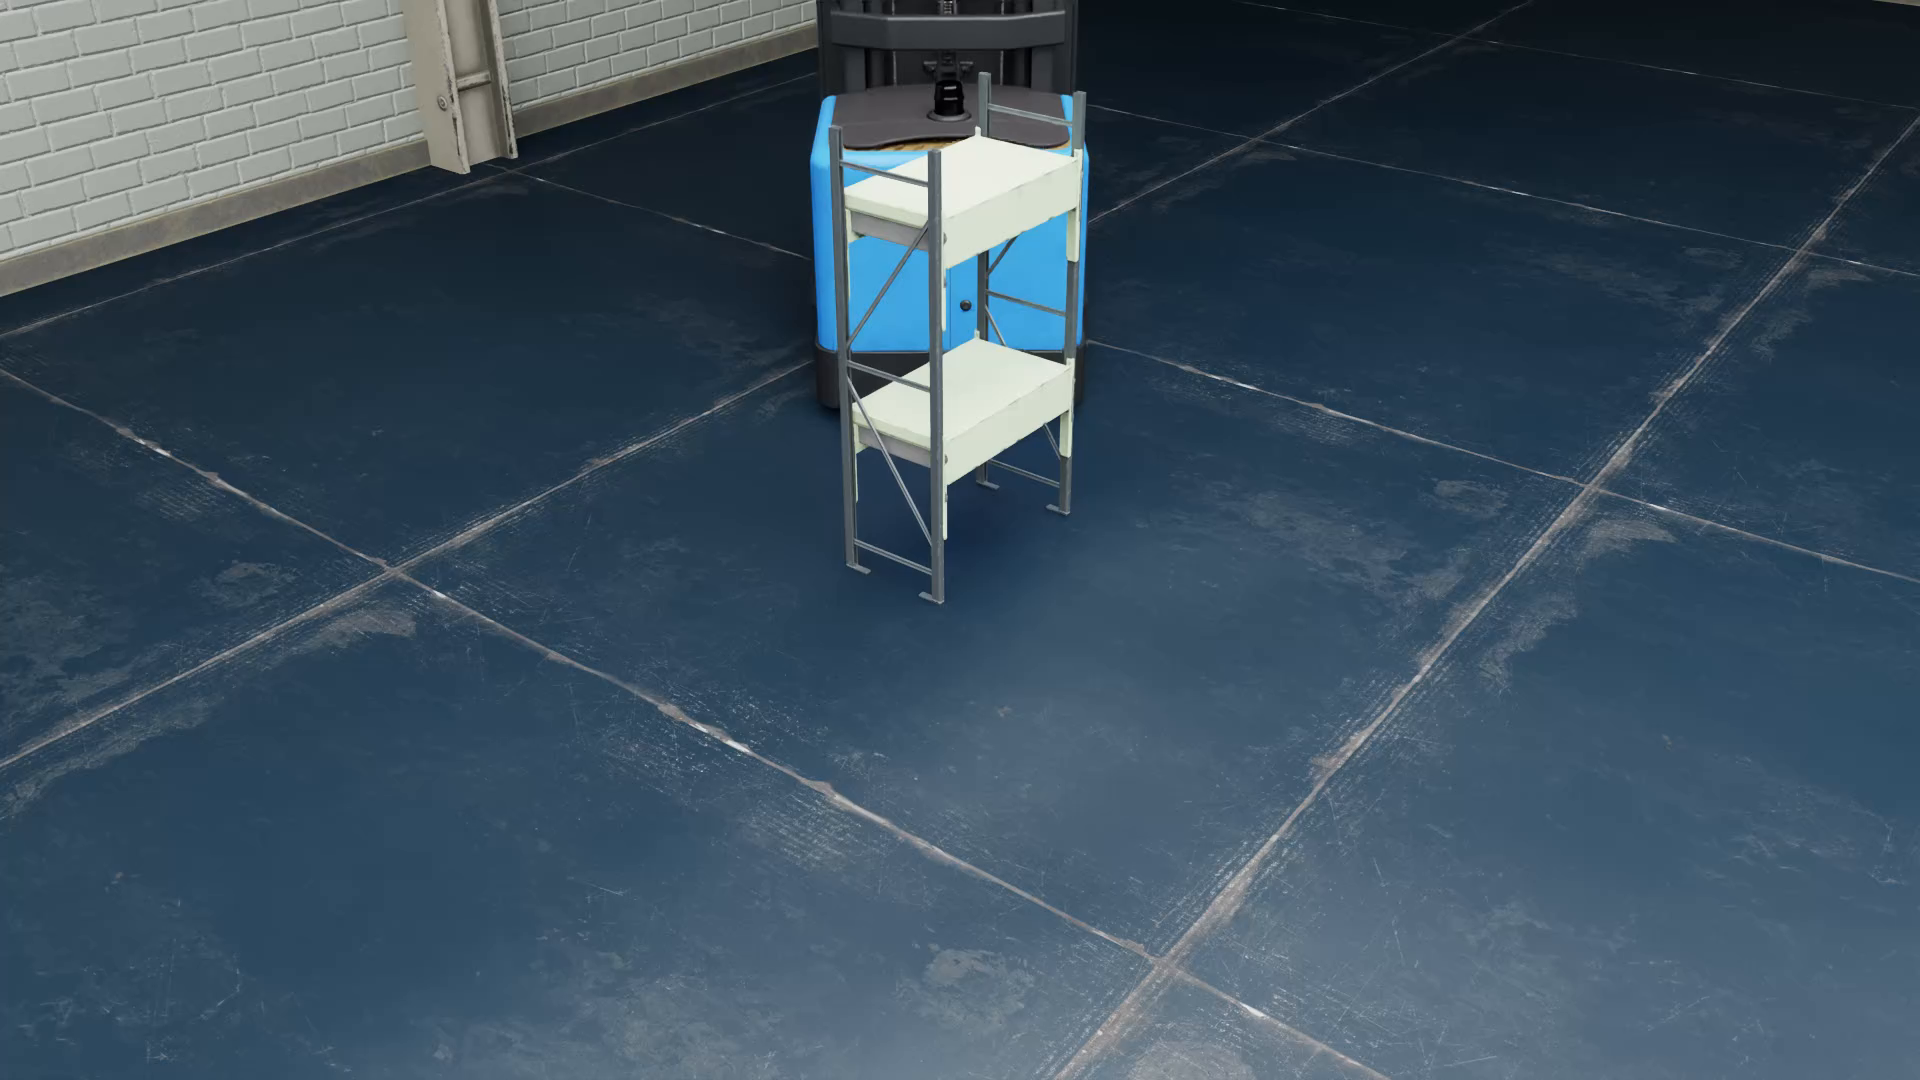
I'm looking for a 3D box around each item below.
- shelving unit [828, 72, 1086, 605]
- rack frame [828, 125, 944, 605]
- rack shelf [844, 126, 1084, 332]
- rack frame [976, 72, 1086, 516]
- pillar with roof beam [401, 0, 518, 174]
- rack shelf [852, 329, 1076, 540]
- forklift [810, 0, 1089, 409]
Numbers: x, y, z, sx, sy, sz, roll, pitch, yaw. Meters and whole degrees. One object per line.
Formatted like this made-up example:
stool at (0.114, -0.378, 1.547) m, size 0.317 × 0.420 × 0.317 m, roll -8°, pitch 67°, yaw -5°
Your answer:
shelving unit at (0.004, -0.648, 5.372) m, size 0.431 × 1.500 × 0.755 m, roll 21°, pitch 37°, yaw 31°
rack frame at (-0.217, -0.499, 5.121) m, size 0.400 × 1.500 × 0.023 m, roll 21°, pitch 37°, yaw 31°
rack shelf at (0.004, -0.984, 5.173) m, size 0.431 × 0.370 × 0.720 m, roll 21°, pitch 37°, yaw 31°
rack frame at (0.225, -0.797, 5.623) m, size 0.400 × 1.500 × 0.023 m, roll 21°, pitch 37°, yaw 31°
pillar with roof beam at (0.695, -4.684, 4.828) m, size 9.100 × 9.000 × 0.400 m, roll 21°, pitch 37°, yaw 31°
rack shelf at (0.004, -0.367, 5.538) m, size 0.431 × 0.370 × 0.720 m, roll 21°, pitch 37°, yaw 31°
forklift at (-0.055, -2.483, 7.064) m, size 1.130 × 2.935 × 3.031 m, roll 0°, pitch 31°, yaw -1°
